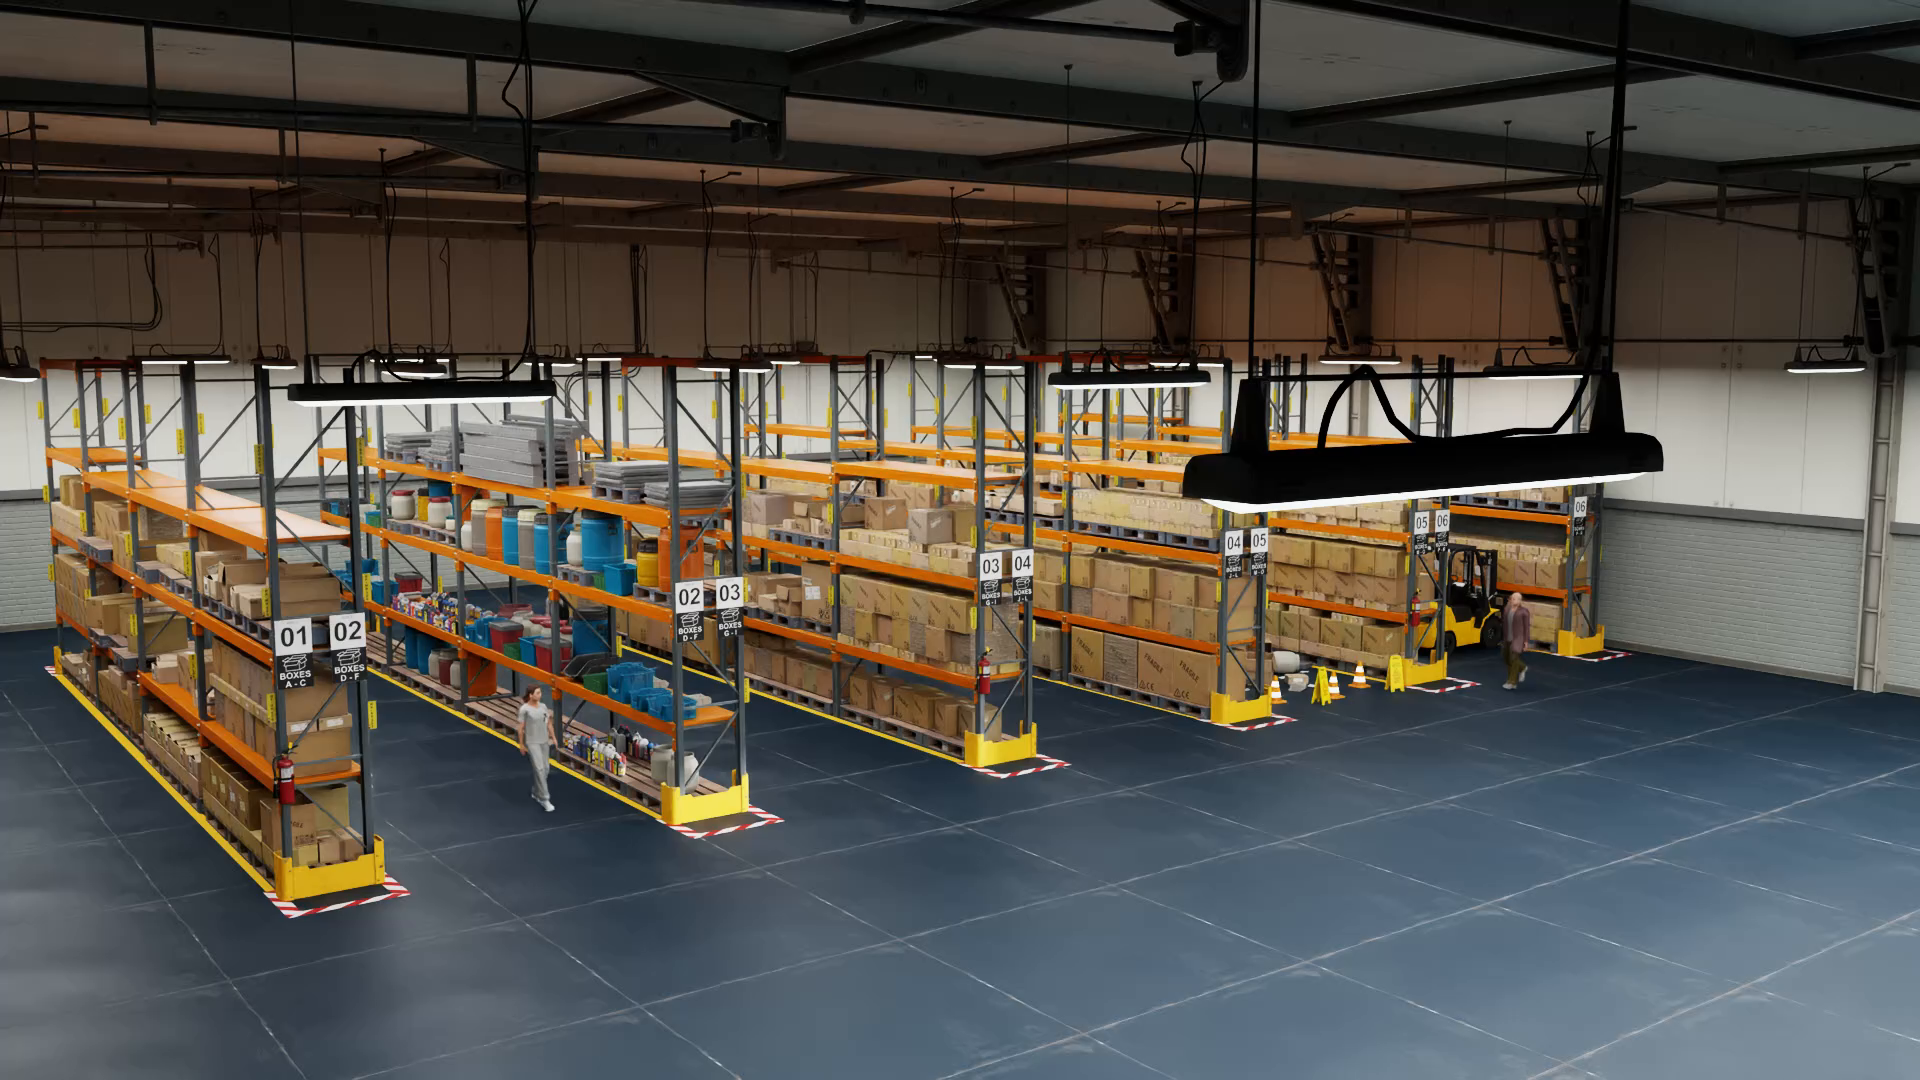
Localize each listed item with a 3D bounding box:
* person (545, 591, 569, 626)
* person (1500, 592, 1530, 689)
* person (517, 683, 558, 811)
[{"bbox_3d":[-7.747,1.651,32.079,0.564,1.669,1.084,-6,9,-39],"label":"person"},{"bbox_3d":[10.155,1.812,30.327,0.837,1.758,0.595,-4,8,-32],"label":"person"},{"bbox_3d":[-5.686,2.806,22.669,0.742,1.667,0.468,6,9,40],"label":"person"}]
